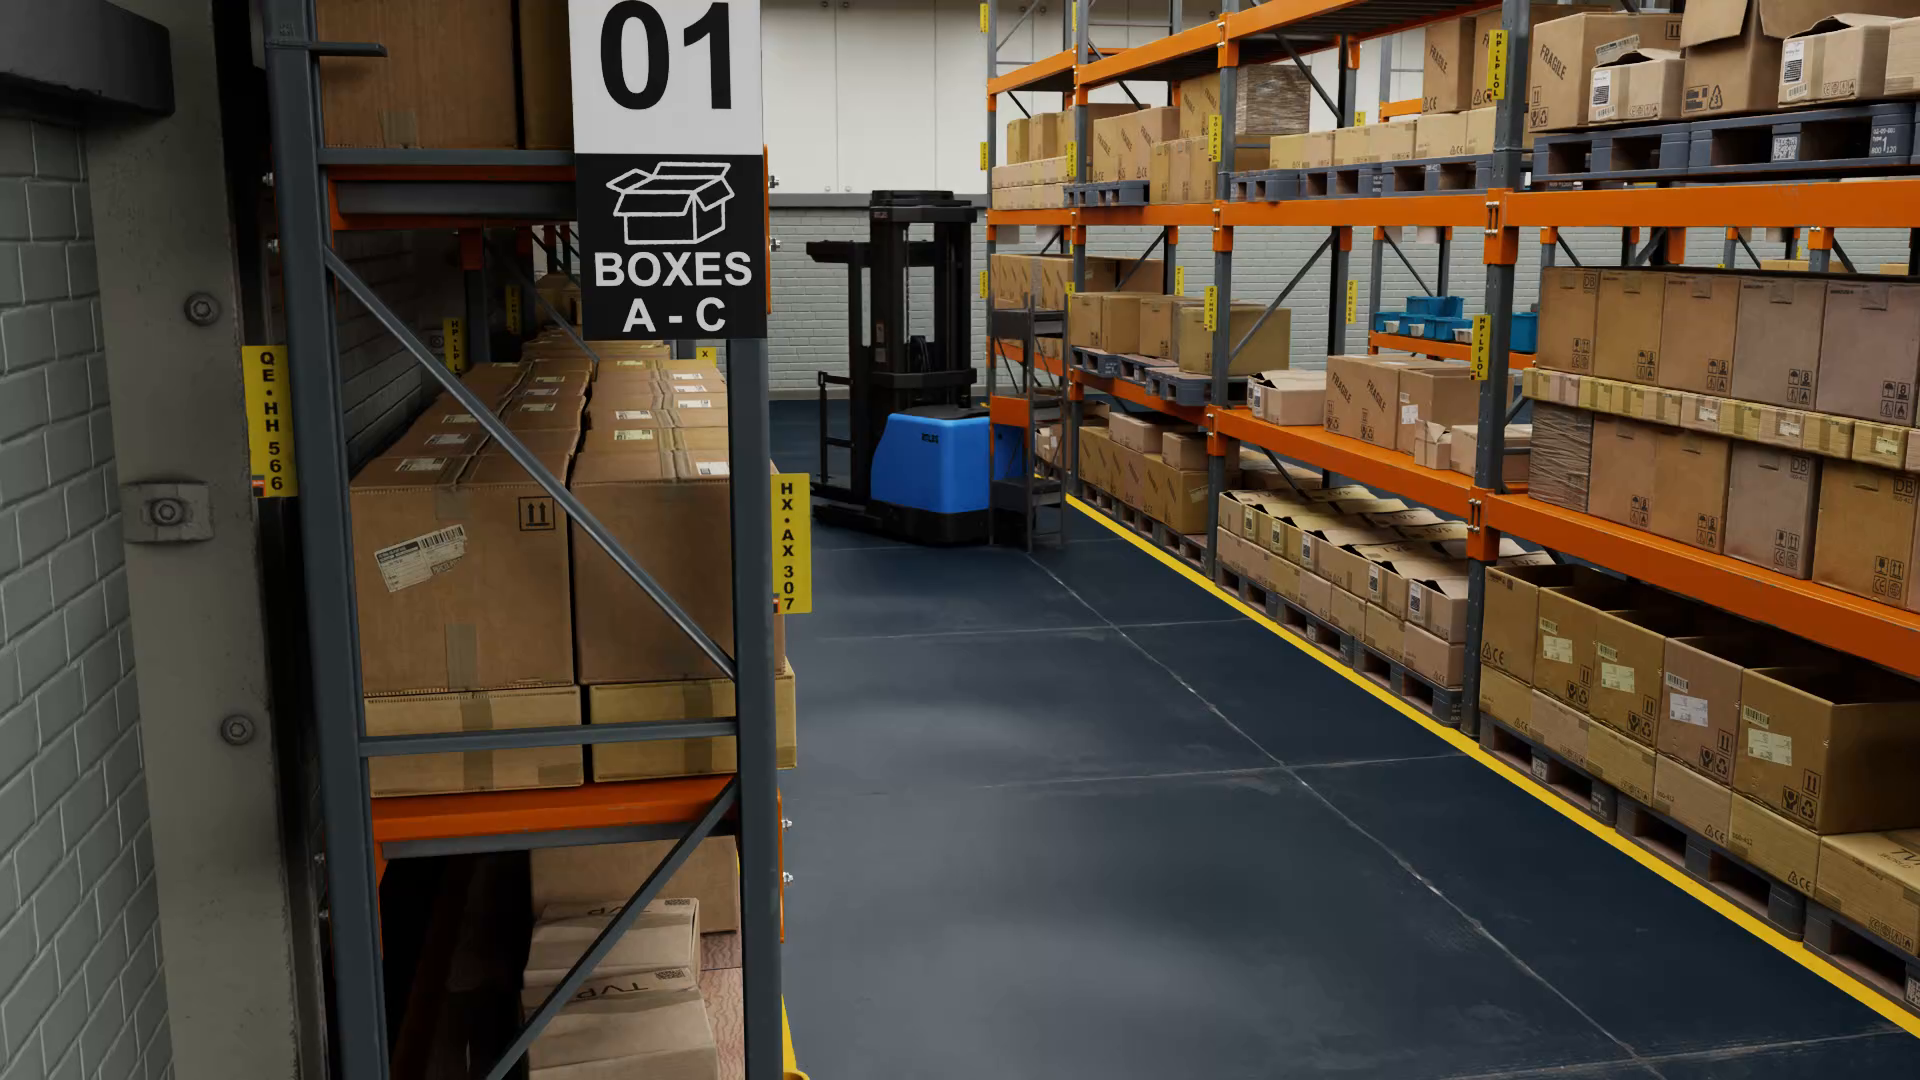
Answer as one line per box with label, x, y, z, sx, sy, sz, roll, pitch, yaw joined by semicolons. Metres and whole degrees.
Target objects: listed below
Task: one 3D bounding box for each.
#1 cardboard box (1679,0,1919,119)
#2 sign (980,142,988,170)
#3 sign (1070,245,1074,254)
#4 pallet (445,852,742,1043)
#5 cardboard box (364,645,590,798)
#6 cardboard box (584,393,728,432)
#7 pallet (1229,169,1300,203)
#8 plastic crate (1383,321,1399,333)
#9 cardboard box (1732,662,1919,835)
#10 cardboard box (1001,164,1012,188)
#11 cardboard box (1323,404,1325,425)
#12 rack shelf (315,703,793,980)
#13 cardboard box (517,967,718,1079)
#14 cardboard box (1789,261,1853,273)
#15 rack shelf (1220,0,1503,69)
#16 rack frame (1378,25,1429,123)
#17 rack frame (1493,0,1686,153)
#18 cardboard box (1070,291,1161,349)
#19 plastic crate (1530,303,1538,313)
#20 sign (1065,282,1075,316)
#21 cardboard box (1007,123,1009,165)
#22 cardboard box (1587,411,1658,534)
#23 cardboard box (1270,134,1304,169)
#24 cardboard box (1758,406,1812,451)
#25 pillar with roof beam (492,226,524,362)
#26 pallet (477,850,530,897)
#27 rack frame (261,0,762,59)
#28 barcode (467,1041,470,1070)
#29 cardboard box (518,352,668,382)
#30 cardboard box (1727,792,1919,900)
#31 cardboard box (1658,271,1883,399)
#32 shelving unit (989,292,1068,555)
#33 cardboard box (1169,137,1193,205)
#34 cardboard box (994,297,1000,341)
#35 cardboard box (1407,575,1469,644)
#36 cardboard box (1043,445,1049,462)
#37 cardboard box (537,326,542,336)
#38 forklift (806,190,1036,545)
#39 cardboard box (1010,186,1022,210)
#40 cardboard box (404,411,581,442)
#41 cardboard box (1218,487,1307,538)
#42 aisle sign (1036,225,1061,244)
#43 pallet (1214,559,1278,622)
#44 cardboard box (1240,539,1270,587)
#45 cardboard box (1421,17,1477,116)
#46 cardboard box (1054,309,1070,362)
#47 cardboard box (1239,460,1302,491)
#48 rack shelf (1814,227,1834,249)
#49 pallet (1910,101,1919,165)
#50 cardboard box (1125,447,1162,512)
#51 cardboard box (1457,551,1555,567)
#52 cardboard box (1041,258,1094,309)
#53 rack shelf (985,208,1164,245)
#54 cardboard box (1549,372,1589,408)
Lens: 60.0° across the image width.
cardboard box;3.352;-1.953;6.638;0.797;0.503;0.637;-1;11;-5
sign;0.290;-4.544;19.689;0.100;0.325;0.005;-2;11;-11
sign;1.370;-3.402;20.104;0.100;0.325;0.005;-2;11;-11
pallet;-1.297;1.437;6.084;1.003;0.211;1.213;-2;11;-11
cardboard box;-1.206;0.439;4.213;0.500;0.250;0.500;-2;11;-10
cardboard box;-1.015;-0.229;5.719;0.500;0.500;0.500;-2;11;-9
pallet;2.598;-2.453;11.546;1.213;0.211;1.003;-2;11;-8
plastic crate;5.388;-2.621;20.491;0.250;0.136;0.298;-2;11;-11
cardboard box;3.329;0.779;6.306;0.500;0.500;0.500;-2;11;-11
cardboard box;0.757;-4.111;18.814;0.500;0.250;0.500;-2;11;-11
cardboard box;2.681;-0.839;11.252;0.380;0.149;0.250;-1;11;-7
rack shelf;-1.314;0.441;5.782;1.077;0.370;4.000;-2;11;-11
cardboard box;-0.971;1.429;4.681;0.500;0.311;0.500;-3;11;-17
cardboard box;10.572;-3.177;20.466;0.500;0.500;0.500;-2;11;-13
rack shelf;2.767;-3.224;10.063;1.077;0.370;4.000;-2;11;-11
rack frame;5.681;-5.788;20.537;1.000;3.000;0.127;-2;11;-11
rack frame;3.156;-3.407;8.031;1.000;3.000;0.127;-2;11;-11
cardboard box;1.473;-2.088;15.753;0.700;0.500;0.500;-6;12;-30
plastic crate;6.532;-2.341;18.140;0.402;0.464;0.583;-2;11;-11
sign;1.069;-2.332;16.109;0.100;0.325;0.005;-2;11;-11
cardboard box;0.938;-4.581;19.280;0.700;0.500;0.500;-2;11;-11
cardboard box;3.357;-0.332;7.649;0.700;0.500;0.500;-2;11;-12
cardboard box;2.521;-2.719;11.714;0.500;0.250;0.500;-3;11;-15
cardboard box;3.369;-0.442;6.493;0.380;0.149;0.250;-2;11;-12
pillar with roof beam;-0.020;-4.947;16.121;9.100;9.000;0.400;-2;11;-11
pallet;-1.537;1.212;7.262;1.003;0.211;1.213;-2;11;-11
rack frame;-0.925;-2.493;3.226;1.000;3.000;0.127;-2;11;-11
barcode;-1.367;1.436;4.622;0.001;0.075;0.075;-2;11;-11
cardboard box;-1.768;-0.639;8.088;0.700;0.500;0.500;-2;11;-11
cardboard box;3.332;1.147;6.376;0.500;0.250;0.500;-2;11;-11
cardboard box;3.445;-0.881;7.065;0.700;0.500;0.500;-2;11;-11
shelving unit;0.558;-0.970;13.677;0.431;2.100;0.503;-9;14;-39
cardboard box;2.161;-2.889;13.062;0.910;0.500;0.500;-2;11;-11
cardboard box;0.650;-2.619;19.668;0.500;0.500;0.500;-2;11;-10
cardboard box;2.796;0.345;9.093;0.500;0.311;0.500;-2;11;-11
cardboard box;1.079;-0.904;17.371;0.380;0.149;0.250;-2;11;-11
cardboard box;-2.831;-1.295;11.862;0.500;0.500;0.500;-2;11;-11
forklift;-0.670;-1.620;14.871;1.130;2.935;3.031;-9;14;-39
cardboard box;0.856;-3.774;18.379;0.500;0.250;0.500;-2;11;-11
cardboard box;-1.418;-0.116;5.127;0.500;0.500;0.500;-2;11;-13
cardboard box;2.192;-0.218;12.051;0.500;0.311;0.500;-2;11;-9
aisle sign;1.109;-3.962;20.036;0.394;0.787;0.004;-2;11;-11
pallet;2.500;0.328;11.906;1.003;0.211;1.213;-2;11;-11
cardboard box;2.290;0.150;11.619;0.500;0.250;0.500;-2;11;-13
cardboard box;2.941;-2.653;9.362;0.500;0.500;0.500;-1;11;-6
cardboard box;1.251;-2.059;16.724;0.500;0.500;0.500;-2;11;-10
cardboard box;2.462;-0.372;13.635;0.500;0.500;0.500;-3;11;-13
rack shelf;7.626;-2.127;11.249;1.077;0.370;4.000;-2;11;-11
pallet;3.822;-1.287;5.151;1.003;0.211;1.213;-2;11;-11
cardboard box;1.757;-0.536;14.498;0.500;0.500;0.500;-3;11;-13
cardboard box;3.228;0.232;9.686;0.500;0.311;0.500;-2;11;-12
cardboard box;1.145;-2.645;17.129;0.500;0.500;0.500;-2;11;-12
rack shelf;1.211;-3.414;18.015;1.077;0.370;4.000;-2;11;-11
cardboard box;3.067;-0.726;7.984;0.380;0.149;0.250;-2;11;-10
